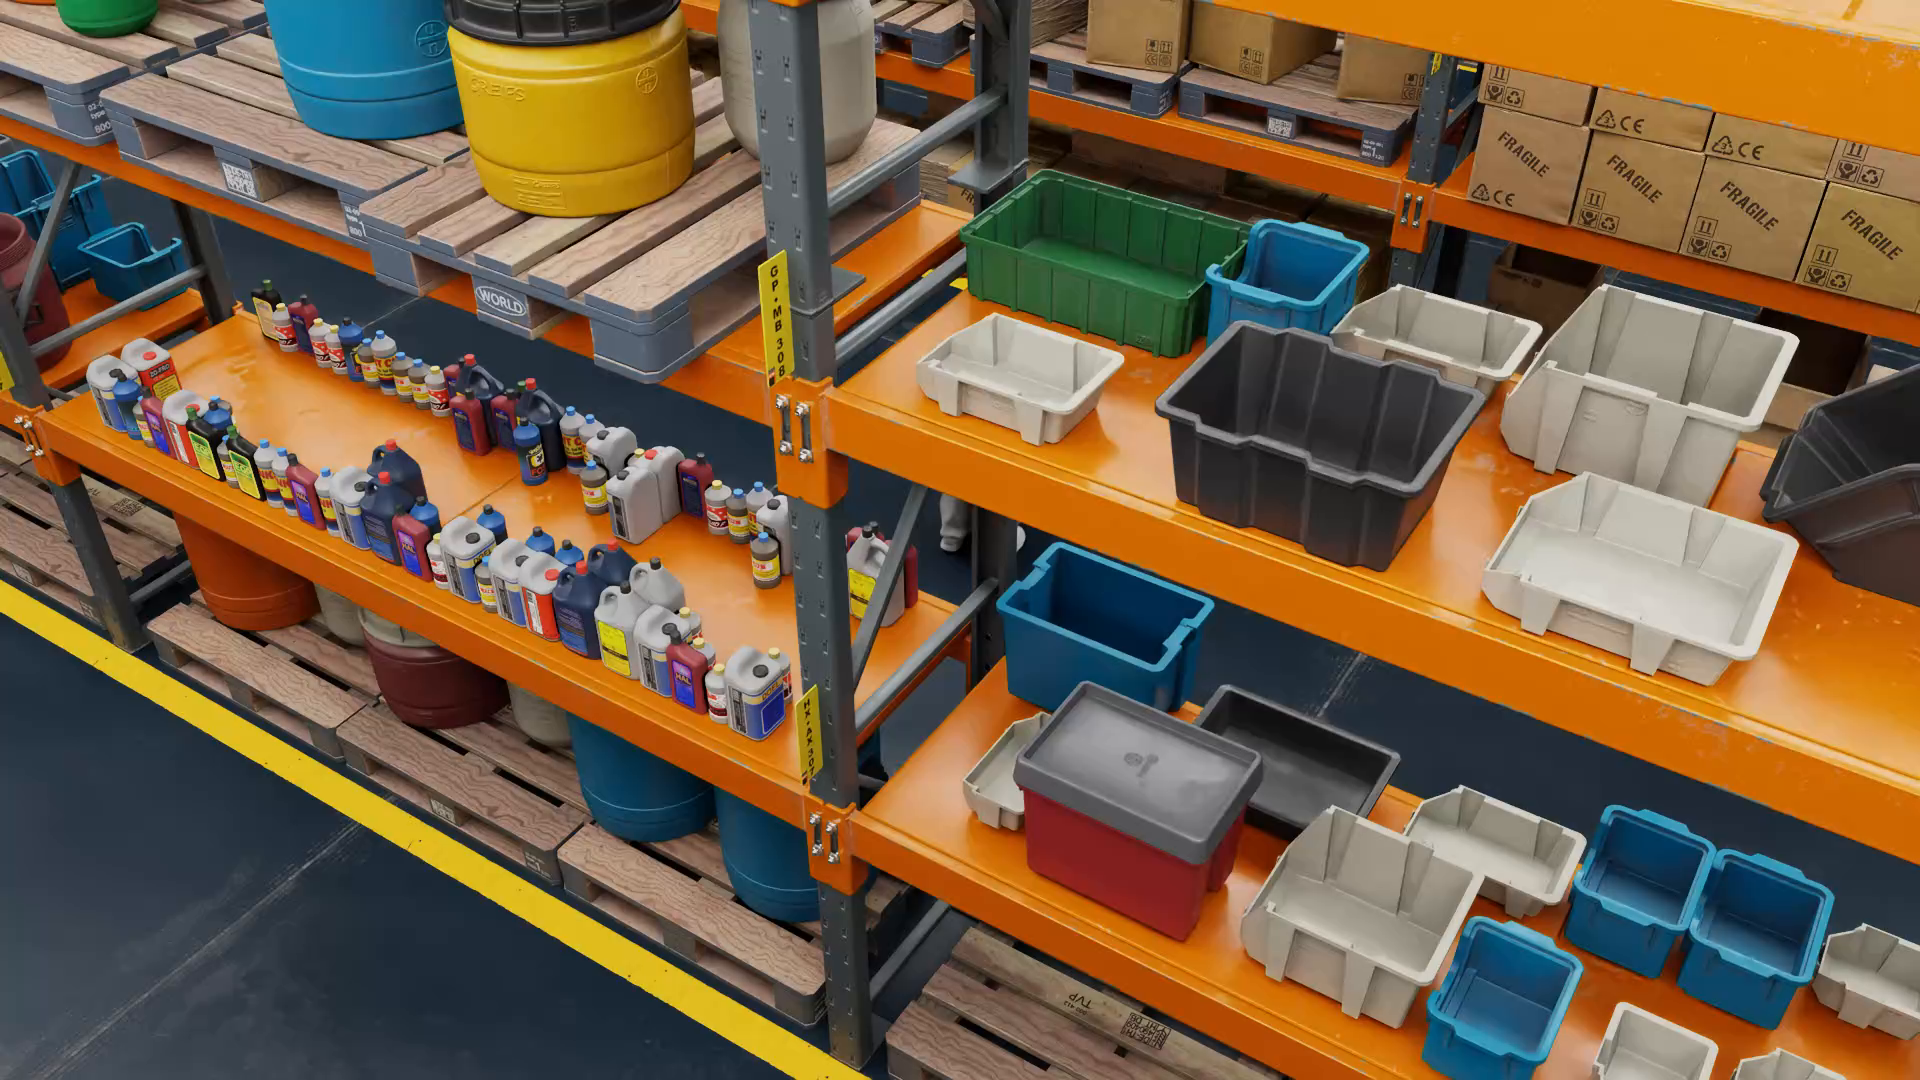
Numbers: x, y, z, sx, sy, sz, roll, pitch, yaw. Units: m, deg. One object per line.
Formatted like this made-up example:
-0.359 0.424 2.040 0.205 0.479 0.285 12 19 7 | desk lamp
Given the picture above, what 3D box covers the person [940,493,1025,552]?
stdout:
0.193 -0.540 7.892 0.557 1.157 0.945 20 42 24 | person
